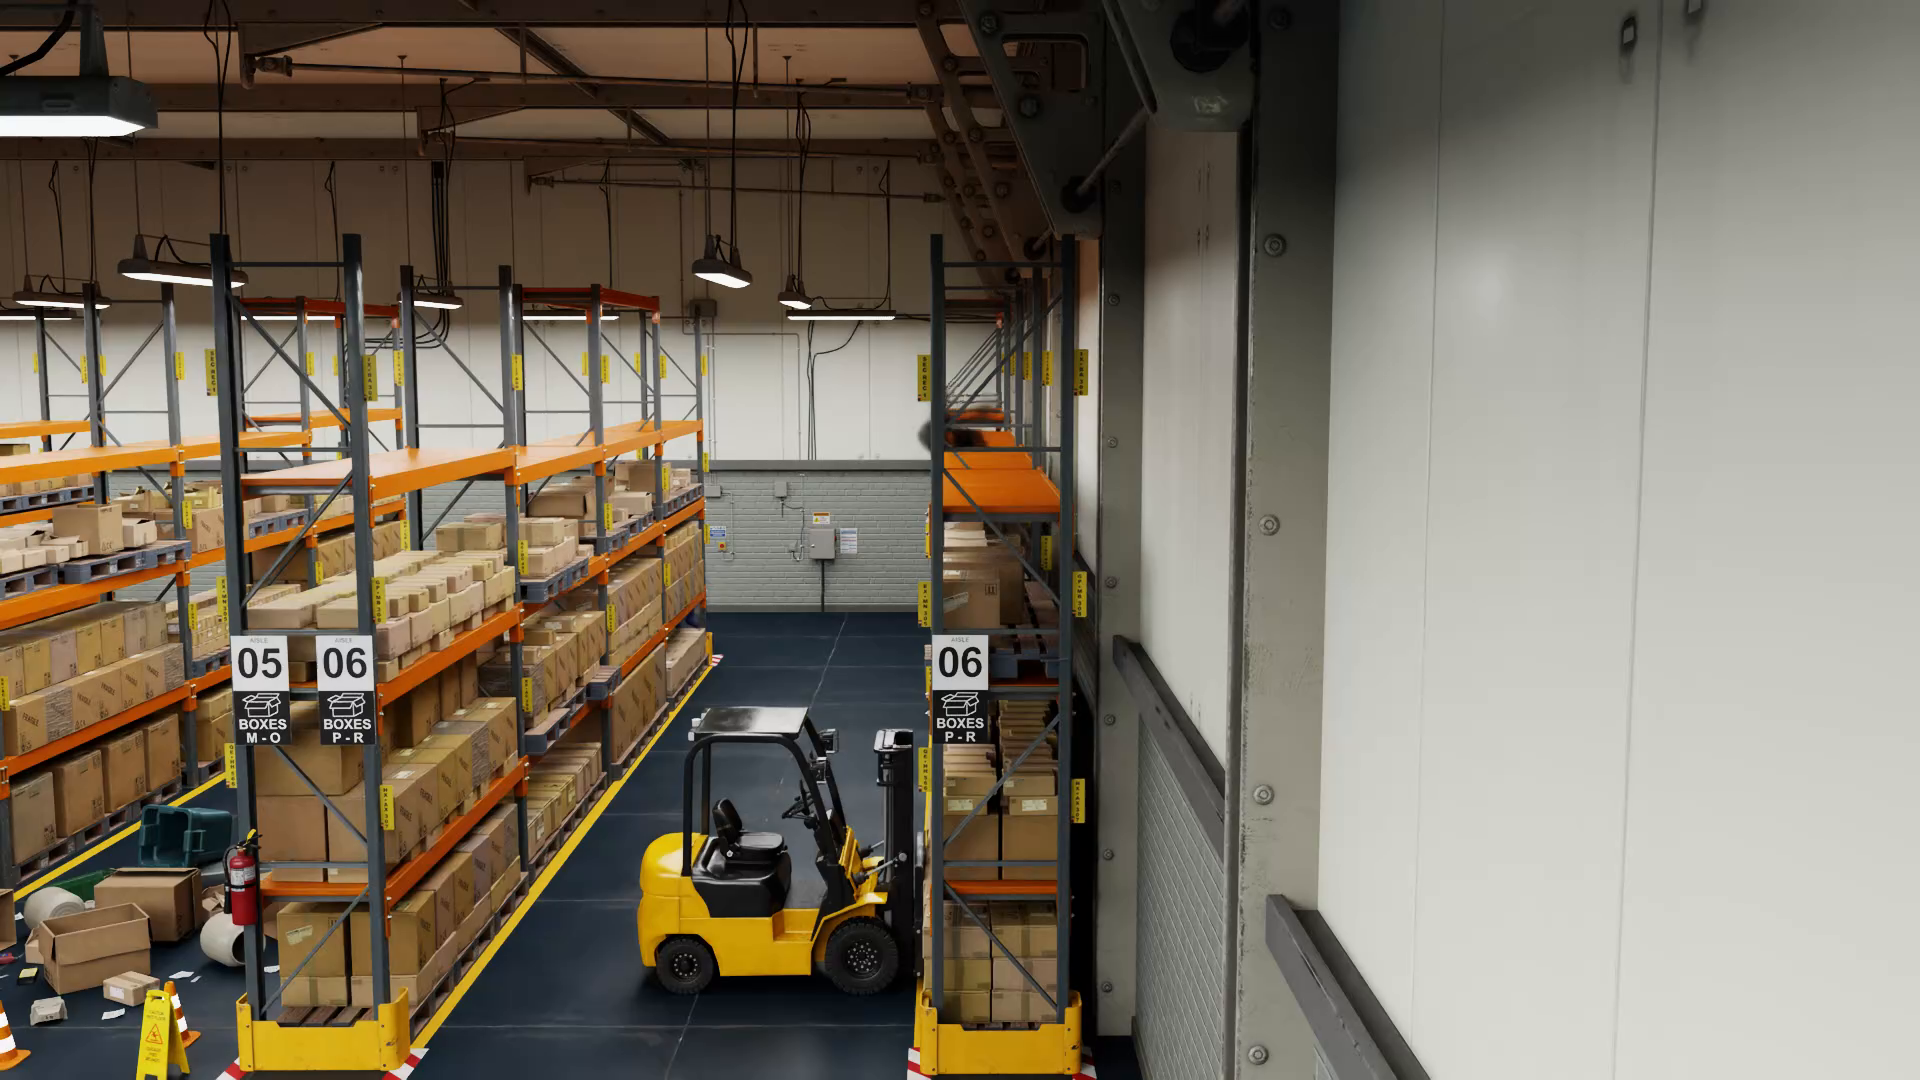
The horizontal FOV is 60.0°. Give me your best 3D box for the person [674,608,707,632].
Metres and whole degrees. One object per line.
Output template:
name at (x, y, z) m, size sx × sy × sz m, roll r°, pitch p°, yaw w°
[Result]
person at (-4.920, 1.112, 29.247) m, size 0.887 × 1.631 × 0.693 m, roll 2°, pitch 7°, yaw 21°
